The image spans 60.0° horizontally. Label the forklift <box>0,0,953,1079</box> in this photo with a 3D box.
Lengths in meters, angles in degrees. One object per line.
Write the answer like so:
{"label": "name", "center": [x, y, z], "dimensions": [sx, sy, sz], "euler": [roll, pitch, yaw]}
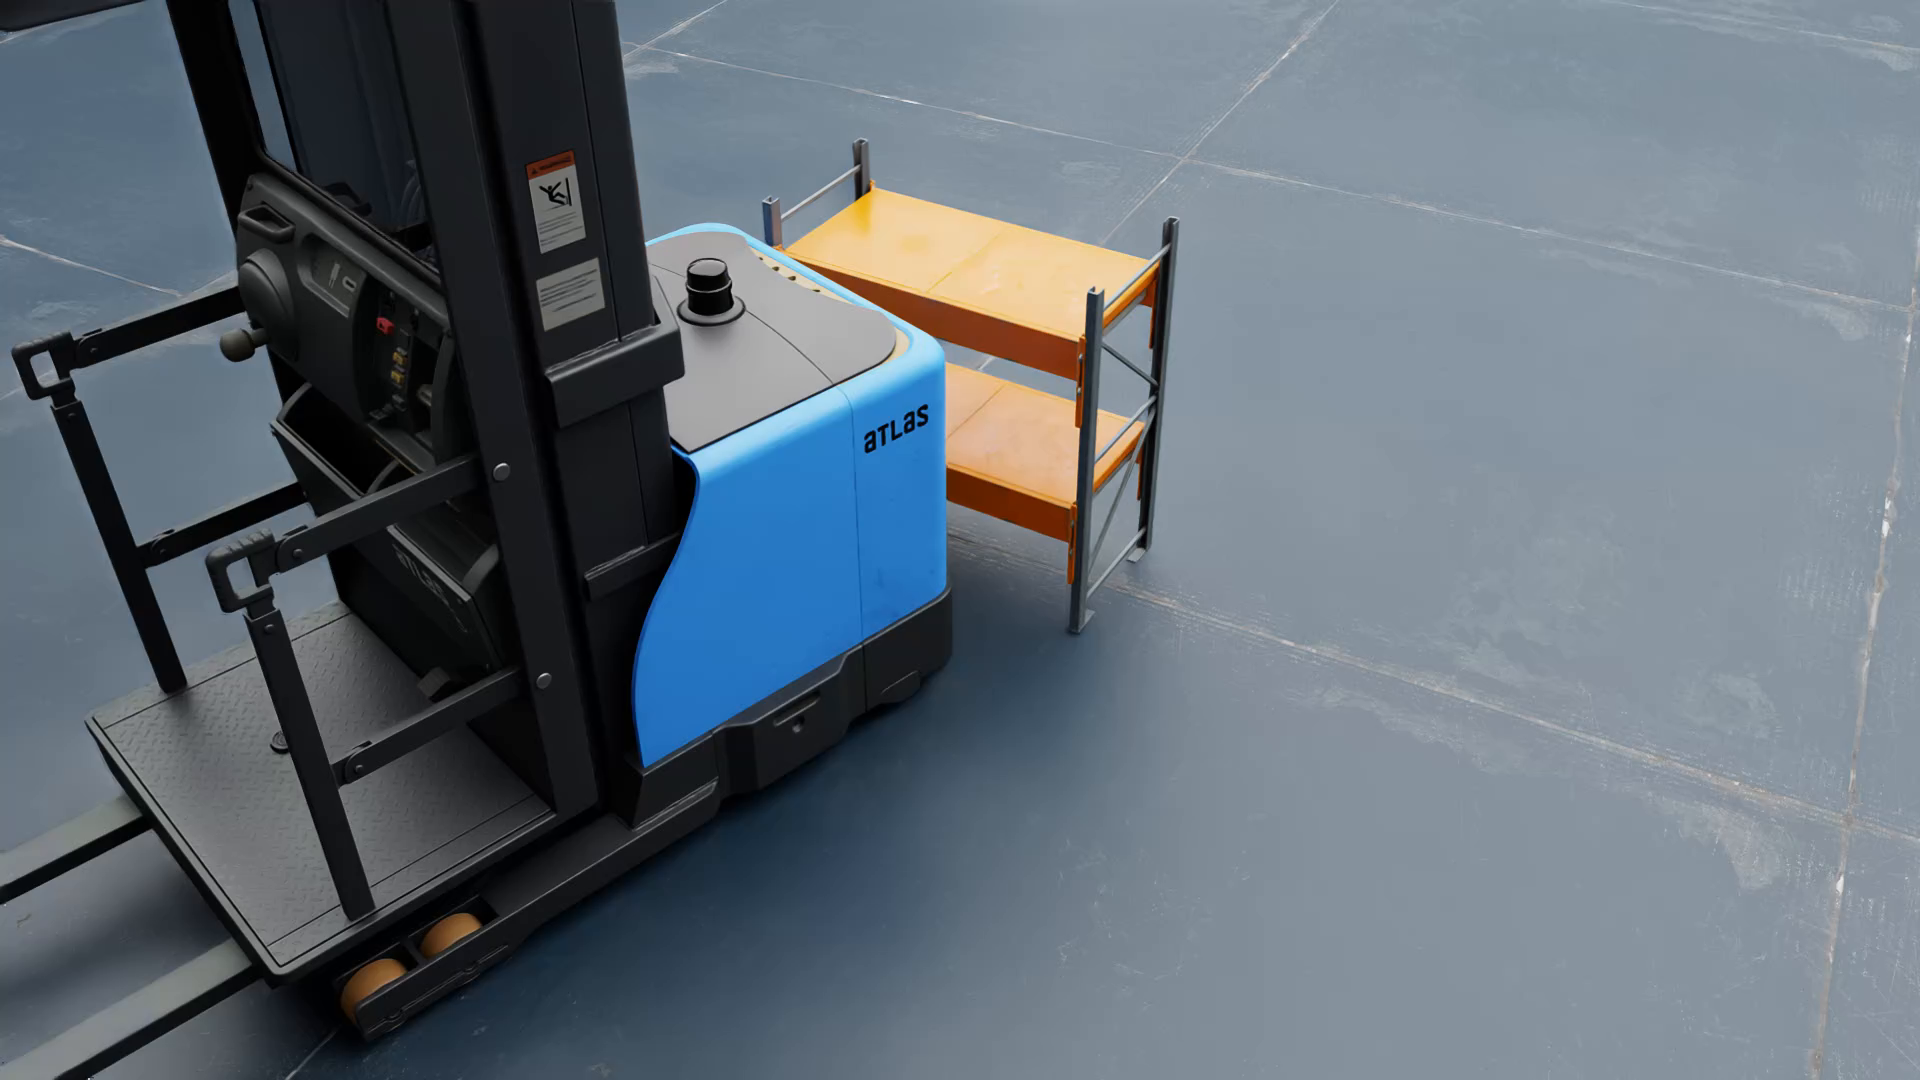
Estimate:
{"label": "forklift", "center": [-1.442, -0.407, 3.361], "dimensions": [3.031, 2.935, 1.130], "euler": [-29, 46, -33]}

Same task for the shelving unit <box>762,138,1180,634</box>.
{"label": "shelving unit", "center": [0.025, -0.464, 4.931], "dimensions": [1.048, 1.125, 0.538], "euler": [20, 41, 24]}

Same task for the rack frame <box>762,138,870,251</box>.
{"label": "rack frame", "center": [-0.412, -0.621, 5.137], "dimensions": [0.032, 1.125, 0.500], "euler": [20, 41, 24]}

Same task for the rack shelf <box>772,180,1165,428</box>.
{"label": "rack shelf", "center": [0.025, -0.697, 4.754], "dimensions": [1.000, 0.278, 0.538], "euler": [20, 41, 24]}

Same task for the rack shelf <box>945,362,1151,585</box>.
{"label": "rack shelf", "center": [0.025, -0.269, 5.078], "dimensions": [1.000, 0.278, 0.538], "euler": [20, 41, 24]}

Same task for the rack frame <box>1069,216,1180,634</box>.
{"label": "rack frame", "center": [0.462, -0.307, 4.724], "dimensions": [0.032, 1.125, 0.500], "euler": [20, 41, 24]}
